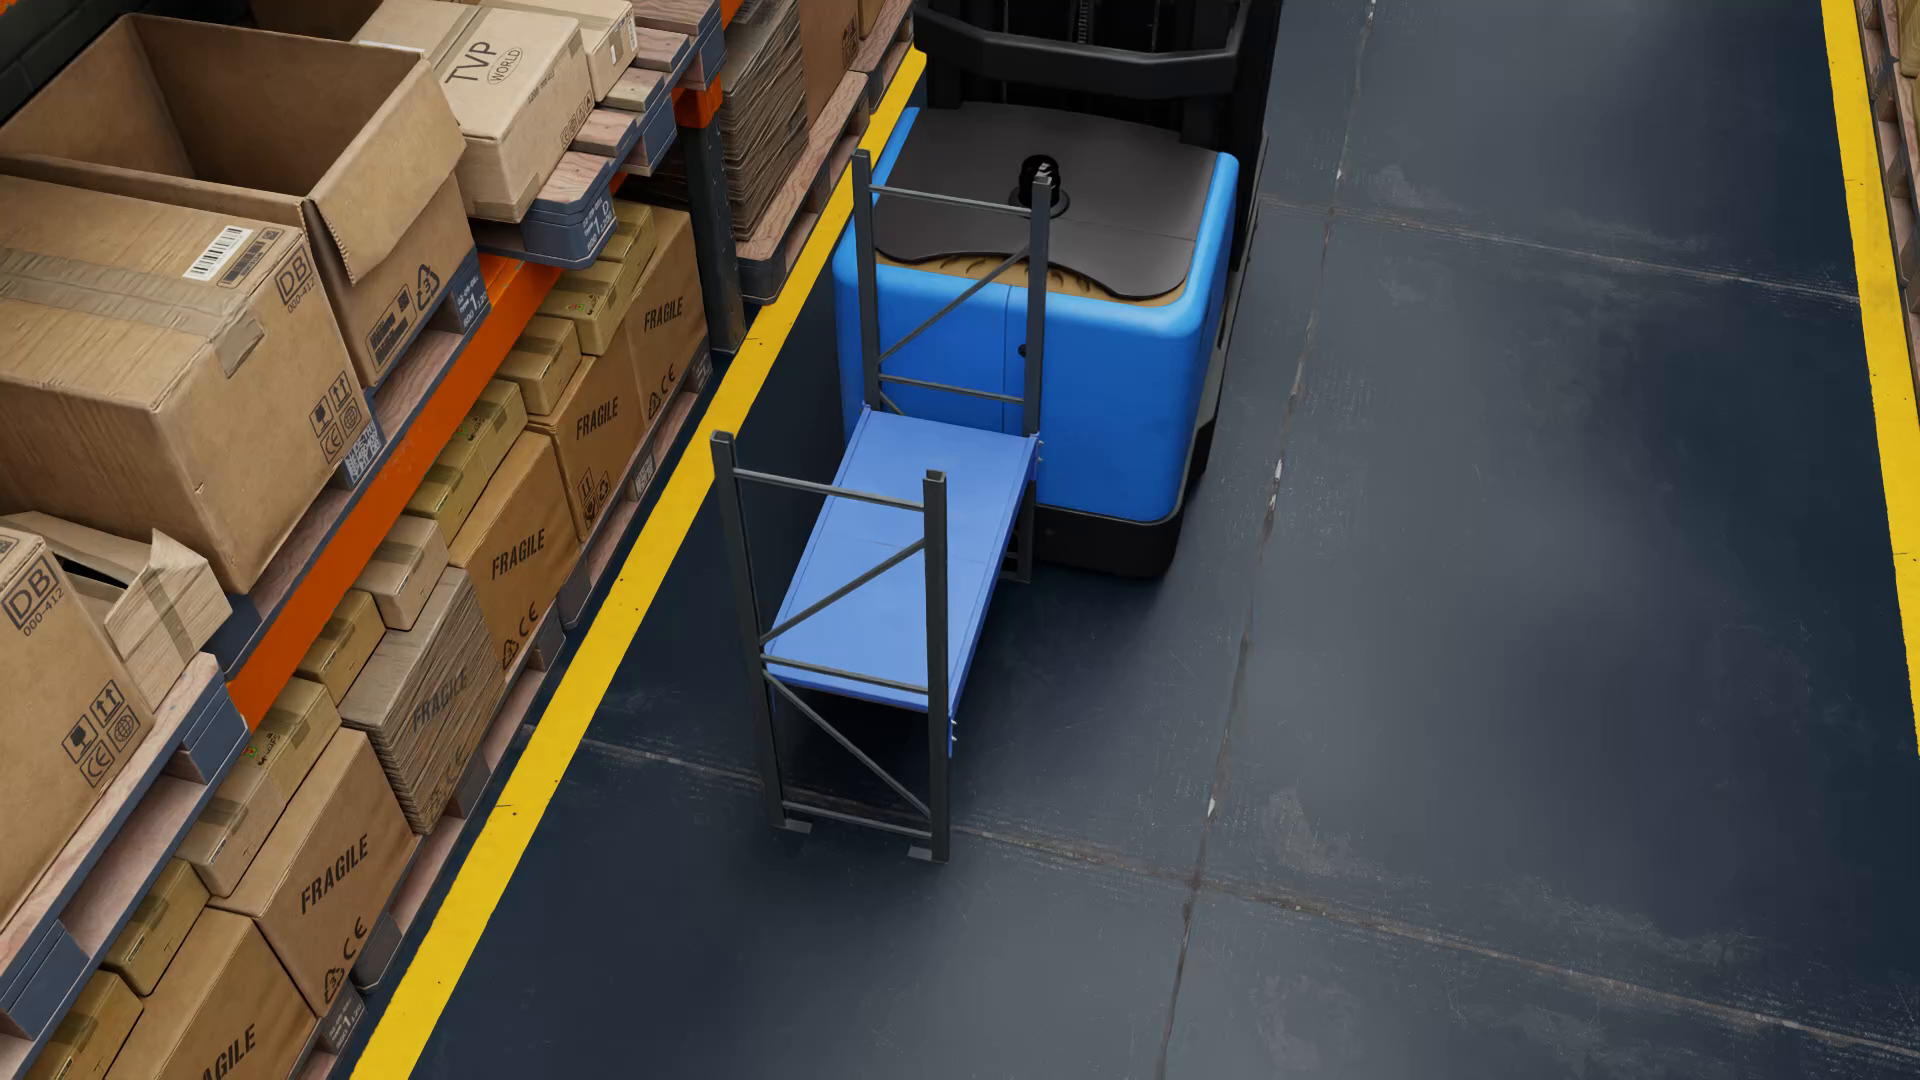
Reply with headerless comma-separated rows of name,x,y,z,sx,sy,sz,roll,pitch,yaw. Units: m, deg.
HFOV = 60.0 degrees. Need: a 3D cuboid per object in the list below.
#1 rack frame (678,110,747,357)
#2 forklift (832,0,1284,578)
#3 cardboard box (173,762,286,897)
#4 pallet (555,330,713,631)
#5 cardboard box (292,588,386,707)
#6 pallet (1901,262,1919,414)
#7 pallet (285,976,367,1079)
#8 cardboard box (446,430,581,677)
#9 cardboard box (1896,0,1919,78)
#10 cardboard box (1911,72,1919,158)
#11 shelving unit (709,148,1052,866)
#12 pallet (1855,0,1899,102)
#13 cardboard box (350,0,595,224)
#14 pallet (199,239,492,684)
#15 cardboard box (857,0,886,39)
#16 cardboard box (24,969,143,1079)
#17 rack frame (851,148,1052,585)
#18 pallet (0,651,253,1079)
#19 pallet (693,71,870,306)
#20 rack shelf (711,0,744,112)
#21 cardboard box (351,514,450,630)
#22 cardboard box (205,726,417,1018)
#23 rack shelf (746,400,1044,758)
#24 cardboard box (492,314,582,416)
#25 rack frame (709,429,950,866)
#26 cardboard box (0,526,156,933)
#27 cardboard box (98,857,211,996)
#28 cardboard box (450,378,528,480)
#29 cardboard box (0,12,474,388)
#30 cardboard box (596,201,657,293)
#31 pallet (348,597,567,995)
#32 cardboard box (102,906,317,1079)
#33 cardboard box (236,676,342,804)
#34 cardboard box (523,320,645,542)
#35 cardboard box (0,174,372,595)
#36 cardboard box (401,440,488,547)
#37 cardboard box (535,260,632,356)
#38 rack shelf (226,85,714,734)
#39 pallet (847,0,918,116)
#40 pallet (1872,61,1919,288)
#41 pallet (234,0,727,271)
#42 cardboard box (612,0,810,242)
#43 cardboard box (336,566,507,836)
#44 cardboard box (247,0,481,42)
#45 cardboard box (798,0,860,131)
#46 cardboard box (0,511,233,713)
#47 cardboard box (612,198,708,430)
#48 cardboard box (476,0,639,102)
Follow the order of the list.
rack frame,-1.253,-1.777,4.818,1.000,3.000,0.127,12,50,10
forklift,0.492,-1.987,5.048,1.130,2.935,3.031,11,49,9
cardboard box,-1.739,0.605,3.670,0.380,0.149,0.250,11,50,10
pallet,-1.486,-0.322,5.393,1.003,0.211,1.213,12,50,10
cardboard box,-1.628,0.225,4.005,0.380,0.149,0.250,12,50,10
pallet,3.744,-0.442,5.500,1.003,0.211,1.213,12,50,10
pallet,-2.128,1.443,3.835,1.003,0.211,1.213,12,50,10
cardboard box,-1.434,-0.001,4.638,0.500,0.500,0.500,14,50,12
cardboard box,4.268,-2.062,6.542,0.950,0.372,0.625,14,50,12
cardboard box,4.087,-1.559,6.098,0.950,0.372,0.625,13,50,11
shelving unit,-0.148,-0.046,4.290,0.538,1.500,1.048,11,49,9
pallet,4.386,-2.207,7.057,1.003,0.211,1.213,12,50,10
cardboard box,-1.218,-1.039,3.987,0.500,0.250,0.500,9,49,8
pallet,-1.760,-0.306,3.647,1.003,0.211,1.213,12,50,10
cardboard box,-0.734,-2.540,6.795,0.875,0.625,0.625,10,49,8
cardboard box,-1.900,0.979,3.339,0.380,0.149,0.250,9,49,8
rack frame,-0.023,-0.416,4.617,0.500,1.500,0.032,11,49,9
pallet,-1.990,0.623,2.827,1.003,0.211,1.213,12,50,10
pallet,-0.998,-1.442,6.382,1.003,0.211,1.213,12,50,10
rack shelf,-0.726,-2.986,6.364,1.077,0.370,4.000,12,50,10
cardboard box,-1.514,0.057,4.153,0.380,0.149,0.250,9,49,8
cardboard box,-1.695,0.752,3.973,0.500,0.500,0.500,10,49,9
rack shelf,-0.148,0.073,4.425,0.538,0.185,1.000,11,49,9
cardboard box,-1.292,-0.511,4.655,0.380,0.149,0.250,10,49,9
rack frame,-0.273,0.323,3.964,0.500,1.500,0.032,11,49,9
cardboard box,-1.826,0.264,2.670,0.700,0.500,0.500,12,50,10
cardboard box,-1.841,0.778,3.517,0.380,0.149,0.250,11,49,9
cardboard box,-1.405,-0.329,4.494,0.380,0.149,0.250,13,50,11
cardboard box,-1.504,-0.733,3.547,0.797,0.503,0.637,11,49,9
cardboard box,-1.138,-0.896,4.995,0.380,0.149,0.250,9,49,8
pallet,-1.809,0.558,4.617,1.003,0.211,1.213,12,50,10
cardboard box,-1.830,1.112,3.655,0.500,0.500,0.500,11,49,10
cardboard box,-1.671,0.426,3.828,0.380,0.149,0.250,13,50,11
cardboard box,-1.298,-0.381,4.972,0.500,0.500,0.500,11,49,9
cardboard box,-1.620,-0.304,3.171,0.700,0.500,0.500,11,50,10
cardboard box,-1.471,-0.148,4.335,0.380,0.149,0.250,11,49,9
cardboard box,-1.180,-0.693,4.815,0.380,0.149,0.250,9,49,8
rack shelf,-1.779,-0.092,3.811,1.077,0.370,4.000,12,50,10
pallet,-0.675,-2.322,7.158,1.003,0.211,1.213,12,50,10
pallet,4.067,-1.322,6.276,1.003,0.211,1.213,12,50,10
pallet,-1.363,-1.209,4.445,1.213,0.211,1.003,12,50,10
cardboard box,-1.075,-1.579,5.946,0.875,0.625,0.625,13,50,11
cardboard box,-1.552,0.378,4.303,0.500,0.500,0.500,10,49,9
cardboard box,-1.539,-1.608,4.321,0.500,0.500,0.500,14,50,12
cardboard box,-0.911,-2.053,6.365,0.875,0.625,0.625,13,50,11
cardboard box,-1.570,0.093,2.977,0.396,0.266,0.258,14,50,12
cardboard box,-1.157,-0.740,5.290,0.500,0.500,0.500,13,50,11
cardboard box,-1.055,-1.282,4.268,0.380,0.149,0.250,12,50,11
